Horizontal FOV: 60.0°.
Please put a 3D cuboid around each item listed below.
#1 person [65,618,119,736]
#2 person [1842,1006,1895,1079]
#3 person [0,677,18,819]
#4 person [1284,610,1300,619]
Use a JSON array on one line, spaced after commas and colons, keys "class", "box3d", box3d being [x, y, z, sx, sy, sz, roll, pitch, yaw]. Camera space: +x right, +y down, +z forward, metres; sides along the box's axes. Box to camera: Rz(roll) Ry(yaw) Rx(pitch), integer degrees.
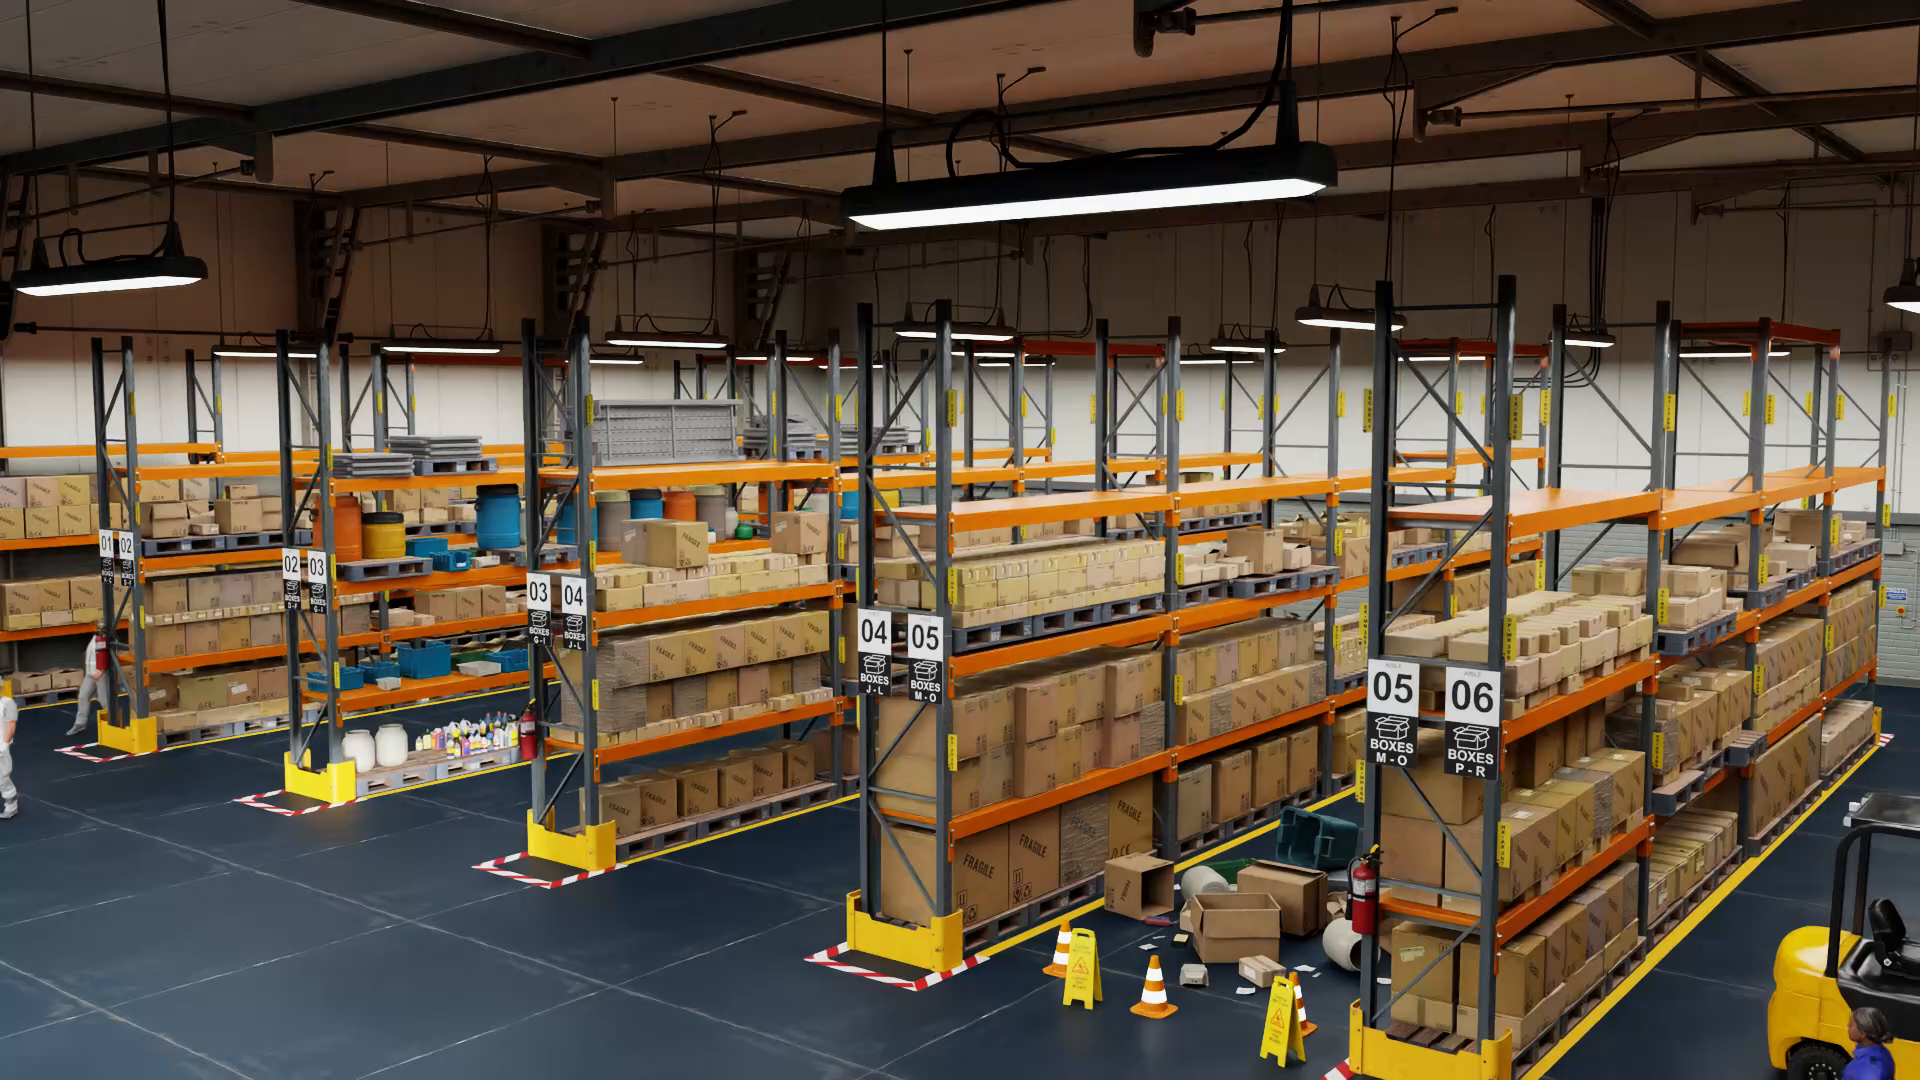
[{"class": "person", "box3d": [-13.308, 2.094, 25.507, 0.561, 1.759, 0.755, 2, 5, 24]}, {"class": "person", "box3d": [5.351, 3.507, 9.662, 0.915, 1.614, 0.472, 3, 6, 30]}, {"class": "person", "box3d": [-11.736, 2.537, 20.076, 0.559, 1.790, 0.756, 0, 5, 2]}, {"class": "person", "box3d": [5.377, 1.950, 27.238, 0.493, 1.619, 1.022, 4, 6, 36]}]
